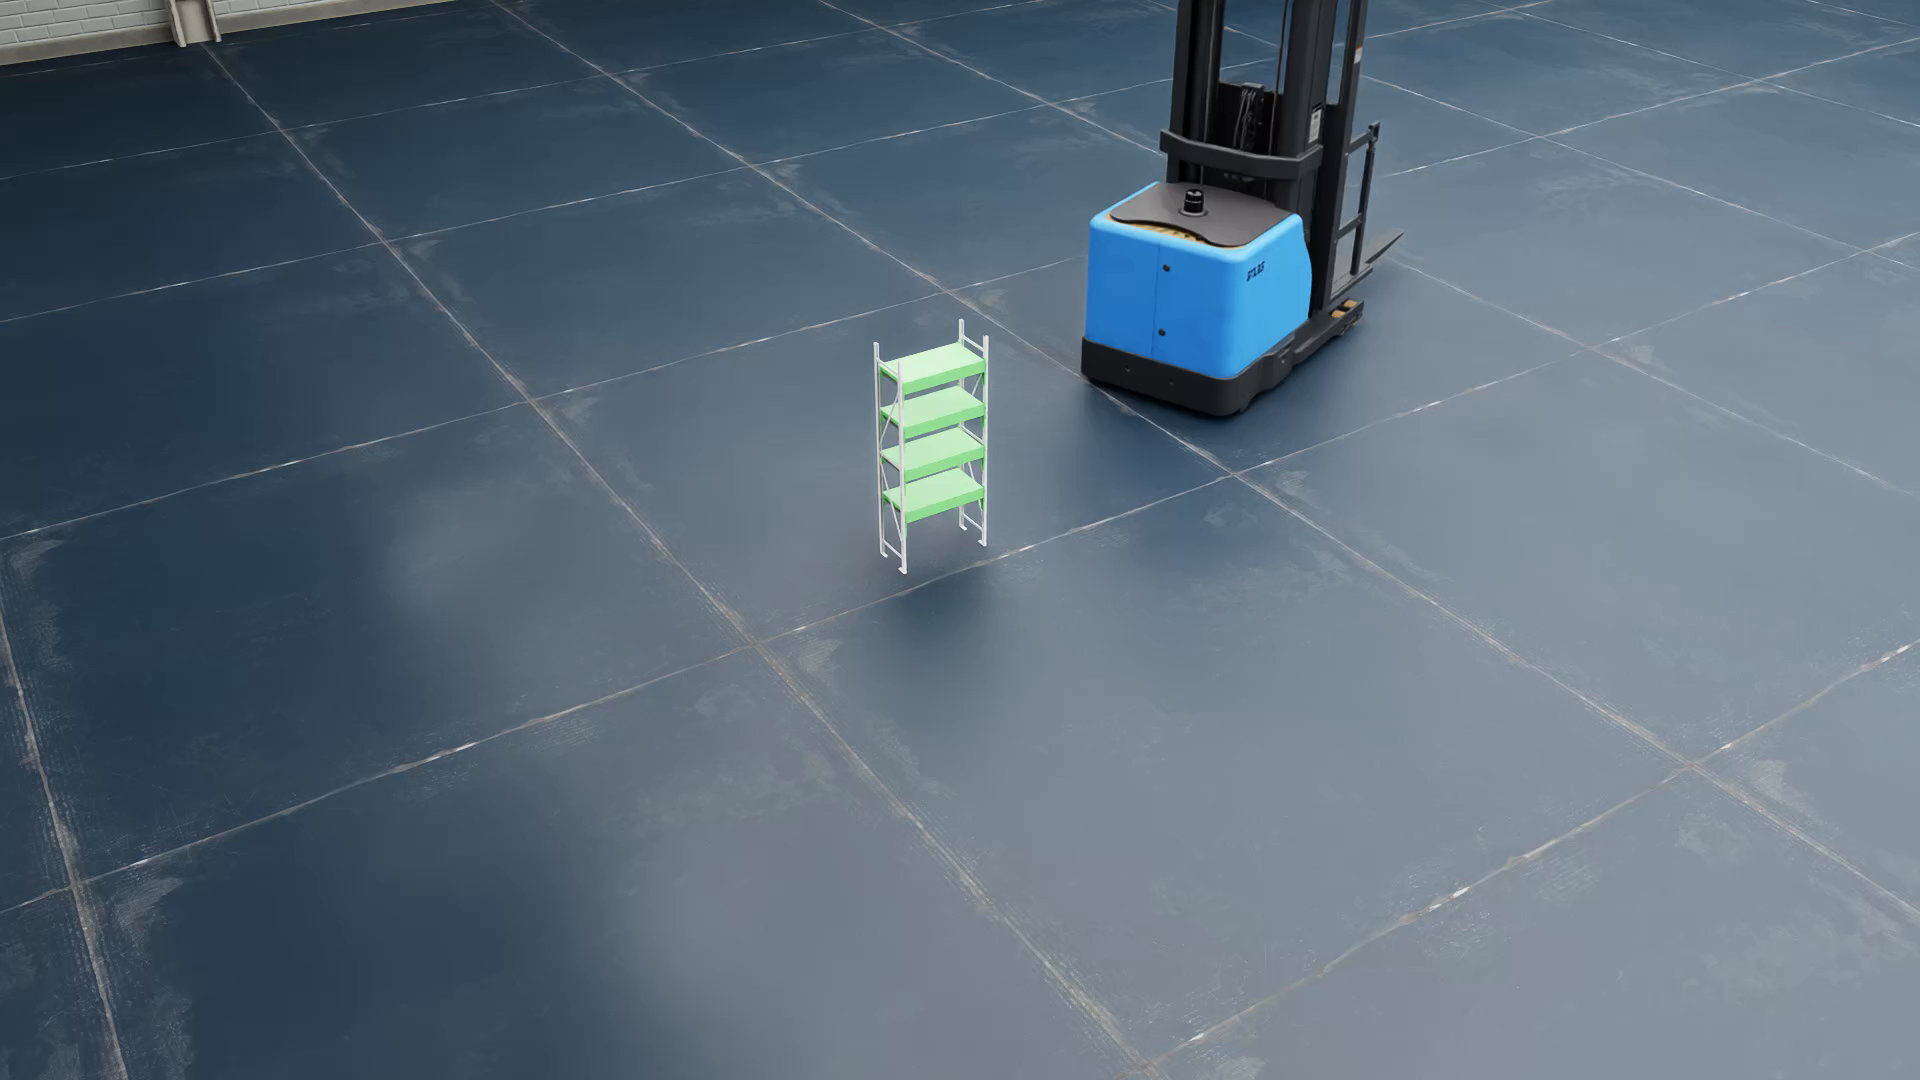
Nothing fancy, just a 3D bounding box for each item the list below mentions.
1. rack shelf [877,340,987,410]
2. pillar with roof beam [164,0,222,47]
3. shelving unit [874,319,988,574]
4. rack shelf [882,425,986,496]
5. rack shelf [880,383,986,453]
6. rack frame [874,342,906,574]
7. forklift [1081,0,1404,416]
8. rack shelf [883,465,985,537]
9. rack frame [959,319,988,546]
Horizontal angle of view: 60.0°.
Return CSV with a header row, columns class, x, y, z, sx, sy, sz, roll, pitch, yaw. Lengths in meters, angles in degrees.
class,x,y,z,sx,sy,sz,roll,pitch,yaw
rack shelf,-0.139,-0.812,8.132,0.480,0.148,0.258,-19,37,-27
pillar with roof beam,-5.327,-6.896,11.247,0.400,9.000,9.100,-19,37,-27
shelving unit,-0.139,-0.460,8.354,0.503,1.200,0.258,-19,37,-27
rack shelf,-0.139,-0.406,8.388,0.480,0.148,0.258,-19,37,-27
rack shelf,-0.139,-0.609,8.260,0.480,0.148,0.258,-19,37,-27
rack frame,-0.344,-0.389,8.242,0.015,1.200,0.240,-19,37,-27
forklift,2.010,-2.706,10.293,1.130,2.935,3.031,21,38,29
rack shelf,-0.139,-0.203,8.516,0.480,0.148,0.258,-19,37,-27
rack frame,0.066,-0.530,8.466,0.015,1.200,0.240,-19,37,-27
